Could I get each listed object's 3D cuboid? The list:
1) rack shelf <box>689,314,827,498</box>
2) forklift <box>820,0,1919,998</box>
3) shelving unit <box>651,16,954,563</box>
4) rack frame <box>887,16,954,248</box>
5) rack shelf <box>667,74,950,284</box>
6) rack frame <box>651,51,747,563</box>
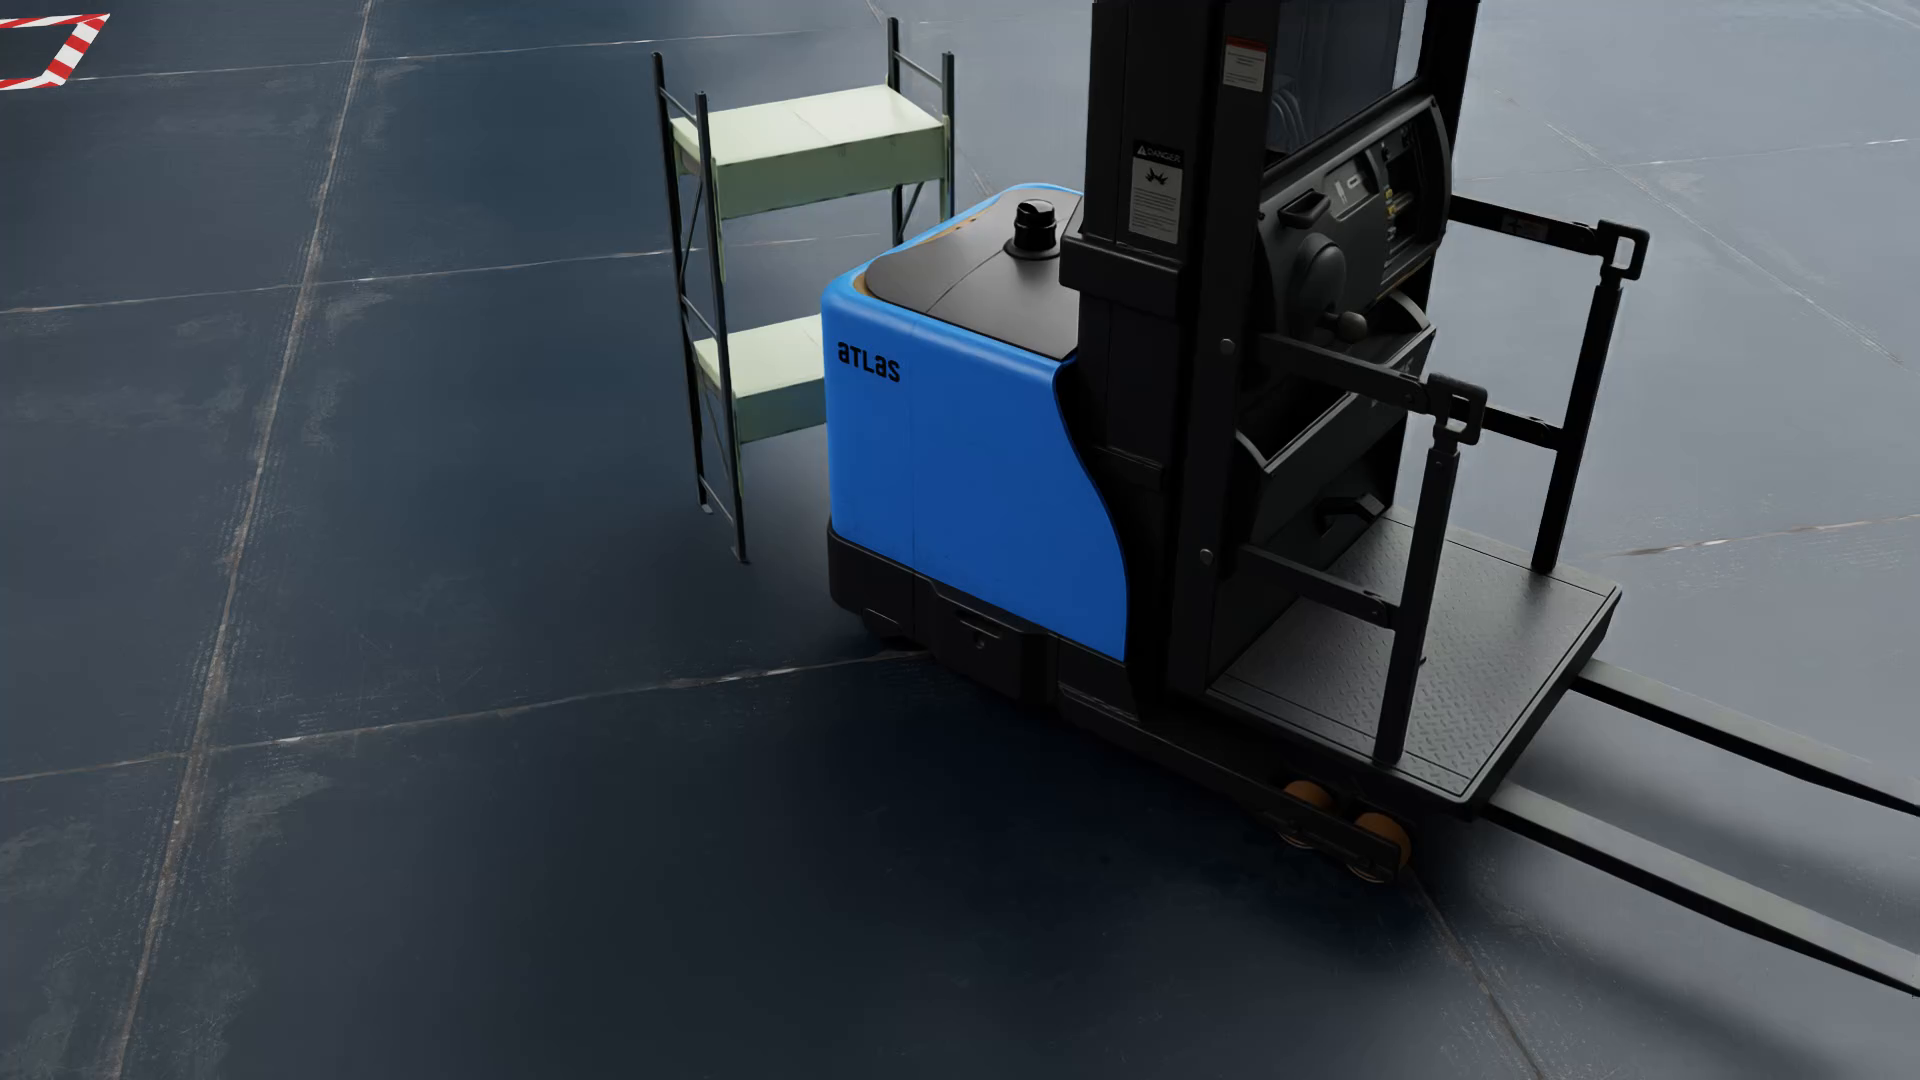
[{"bbox_3d":[-0.443,-0.473,5.266,0.720,0.370,0.431,-16,37,-22],"label":"rack shelf"},{"bbox_3d":[1.093,-0.717,3.760,3.031,2.935,1.130,23,40,30],"label":"forklift"},{"bbox_3d":[-0.443,-0.744,5.085,0.755,1.500,0.431,-16,37,-22],"label":"shelving unit"},{"bbox_3d":[-0.117,-0.837,5.223,0.023,1.500,0.400,-16,37,-22],"label":"rack frame"},{"bbox_3d":[-0.443,-1.068,4.867,0.720,0.370,0.431,-16,37,-22],"label":"rack shelf"},{"bbox_3d":[-0.769,-0.651,4.947,0.023,1.500,0.400,-16,37,-22],"label":"rack frame"}]
